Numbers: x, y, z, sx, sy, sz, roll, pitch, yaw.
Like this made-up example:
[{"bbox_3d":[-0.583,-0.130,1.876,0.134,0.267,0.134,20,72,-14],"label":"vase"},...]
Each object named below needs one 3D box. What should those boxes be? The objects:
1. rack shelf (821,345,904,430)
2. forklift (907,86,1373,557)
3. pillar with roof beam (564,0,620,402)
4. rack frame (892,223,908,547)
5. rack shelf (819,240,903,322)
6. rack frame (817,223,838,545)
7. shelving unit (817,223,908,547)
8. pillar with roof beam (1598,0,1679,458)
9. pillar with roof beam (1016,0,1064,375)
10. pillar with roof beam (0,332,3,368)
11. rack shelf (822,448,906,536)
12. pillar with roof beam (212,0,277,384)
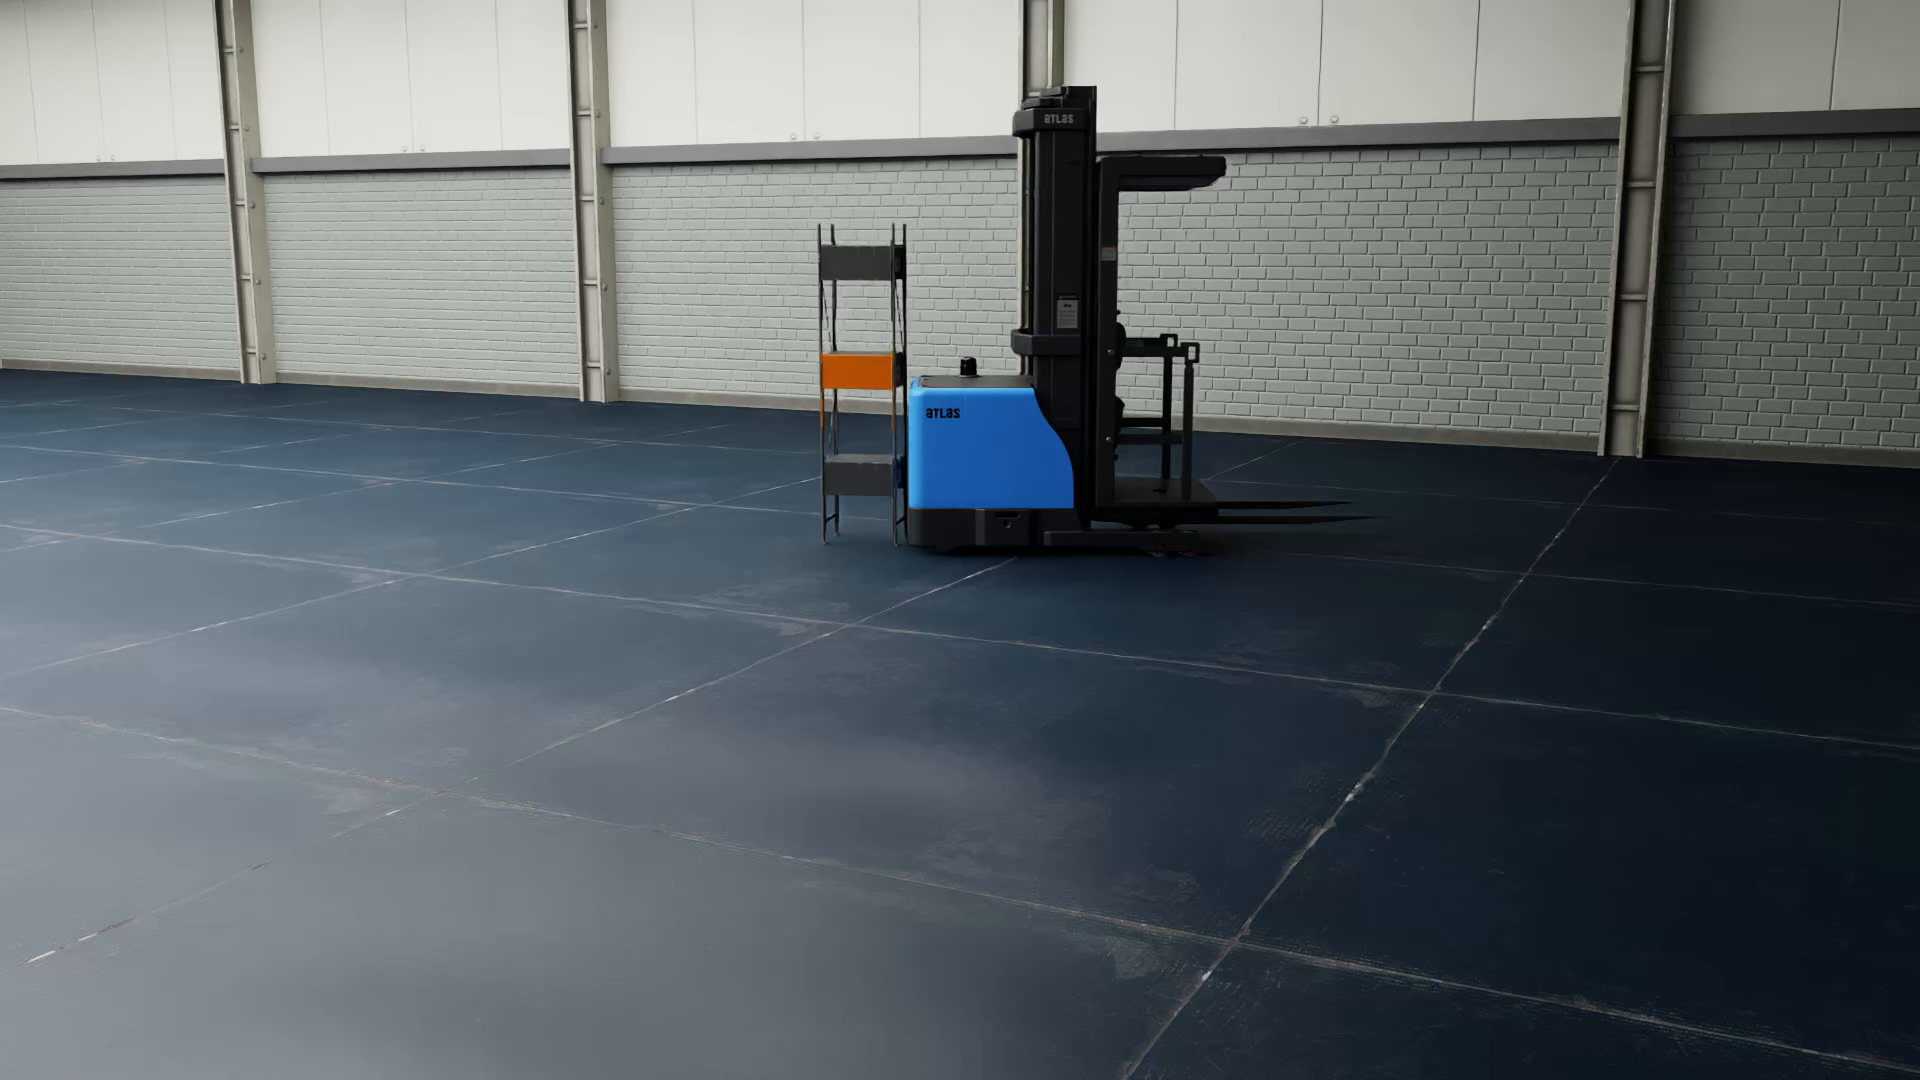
[{"bbox_3d":[-0.637,-1.016,11.027,0.480,0.518,0.431,2,10,9],"label":"rack shelf"},{"bbox_3d":[1.172,-1.430,10.903,3.031,2.935,1.130,0,10,-1],"label":"forklift"},{"bbox_3d":[-6.428,-5.491,16.301,0.400,9.000,9.100,5,11,26],"label":"pillar with roof beam"},{"bbox_3d":[-0.396,-1.023,10.984,0.015,2.100,0.400,2,10,9],"label":"rack frame"},{"bbox_3d":[-0.637,-1.705,10.902,0.480,0.518,0.431,2,10,9],"label":"rack shelf"},{"bbox_3d":[-0.878,-1.037,11.064,0.015,2.100,0.400,2,10,9],"label":"rack frame"},{"bbox_3d":[-0.637,-1.030,11.024,0.503,2.100,0.431,2,10,9],"label":"shelving unit"},{"bbox_3d":[4.334,-4.545,11.077,0.400,9.000,9.100,5,11,26],"label":"pillar with roof beam"},{"bbox_3d":[-1.047,-5.018,13.689,0.400,9.000,9.100,5,11,26],"label":"pillar with roof beam"},{"bbox_3d":[-17.189,-6.437,21.526,0.400,9.000,9.100,5,11,26],"label":"pillar with roof beam"},{"bbox_3d":[-0.637,-0.328,11.151,0.480,0.518,0.431,2,10,9],"label":"rack shelf"},{"bbox_3d":[-11.809,-5.964,18.914,0.400,9.000,9.100,5,11,26],"label":"pillar with roof beam"}]
